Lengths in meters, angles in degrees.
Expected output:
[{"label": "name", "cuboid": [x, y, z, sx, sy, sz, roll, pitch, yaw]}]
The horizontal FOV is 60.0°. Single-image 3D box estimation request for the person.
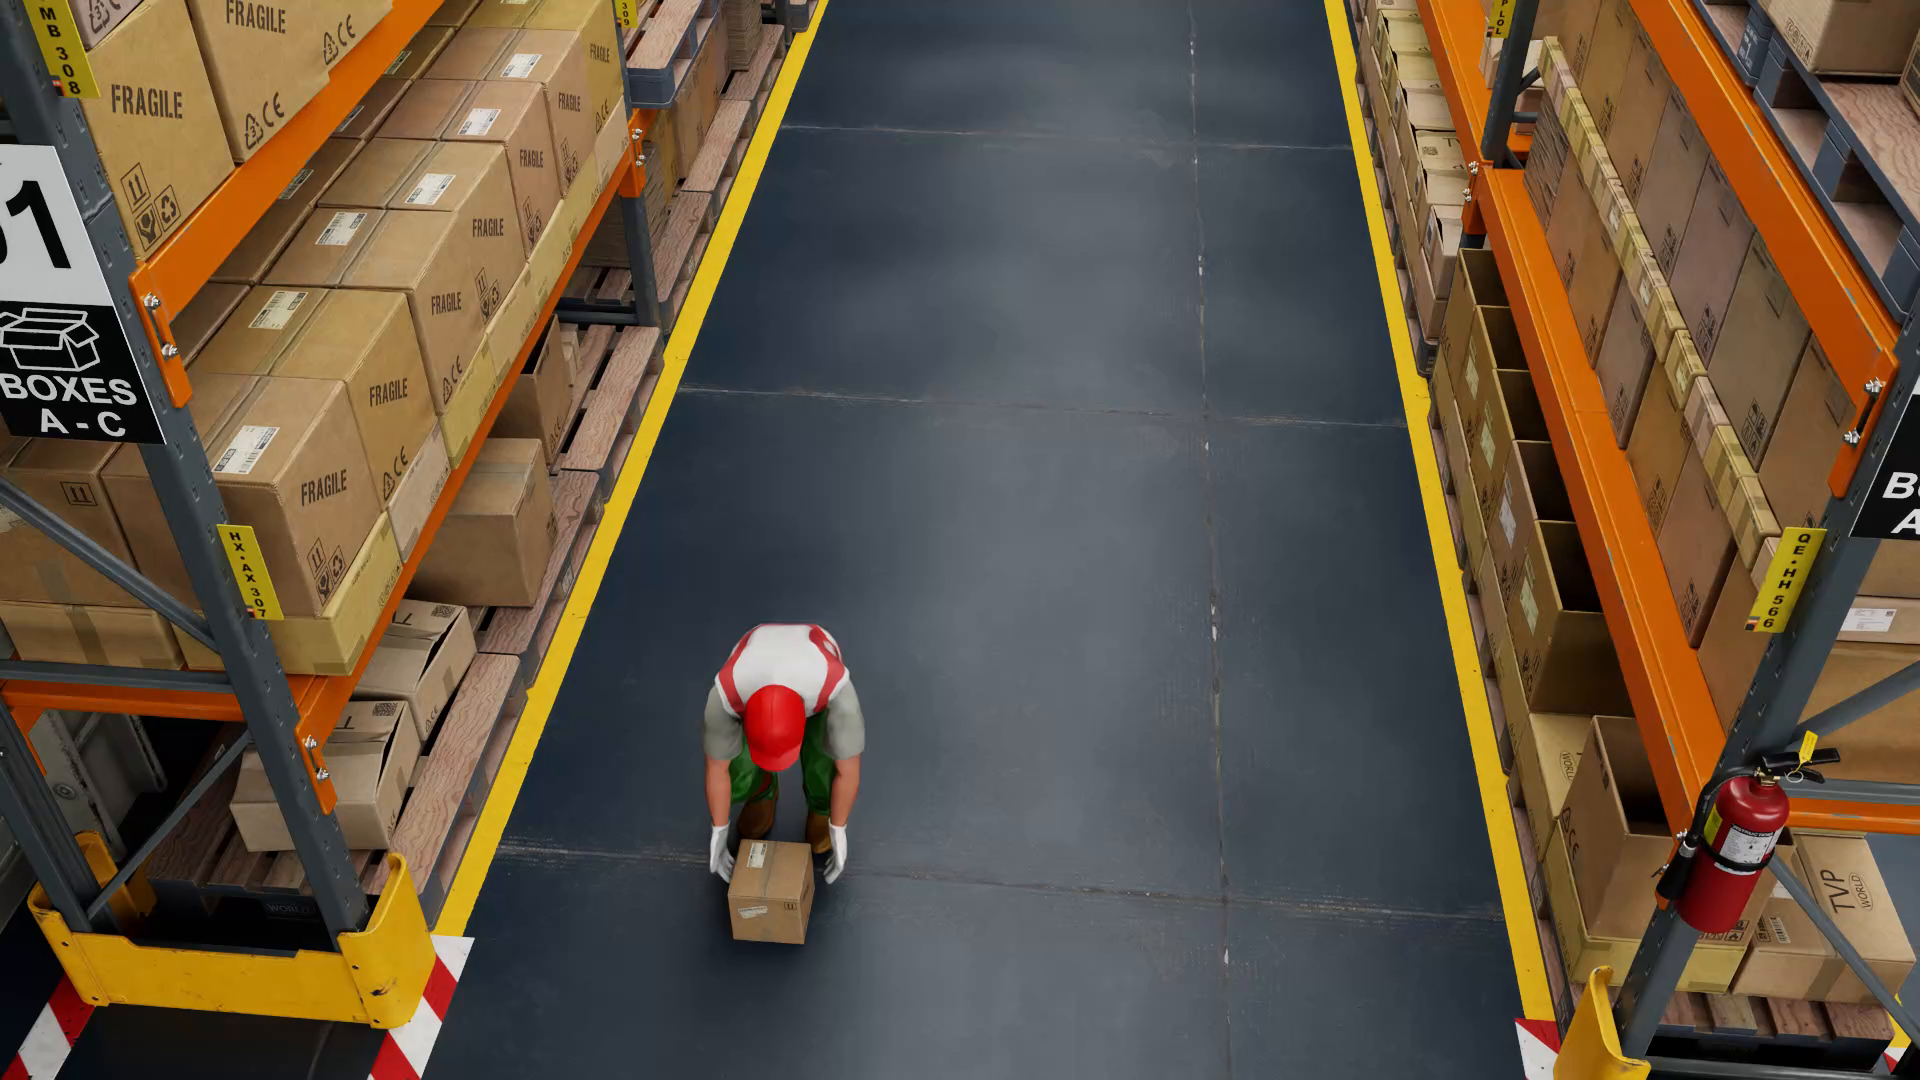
[{"label": "person", "cuboid": [-0.601, 0.695, 5.870, 0.579, 1.065, 0.870, 3, 40, 4]}]
